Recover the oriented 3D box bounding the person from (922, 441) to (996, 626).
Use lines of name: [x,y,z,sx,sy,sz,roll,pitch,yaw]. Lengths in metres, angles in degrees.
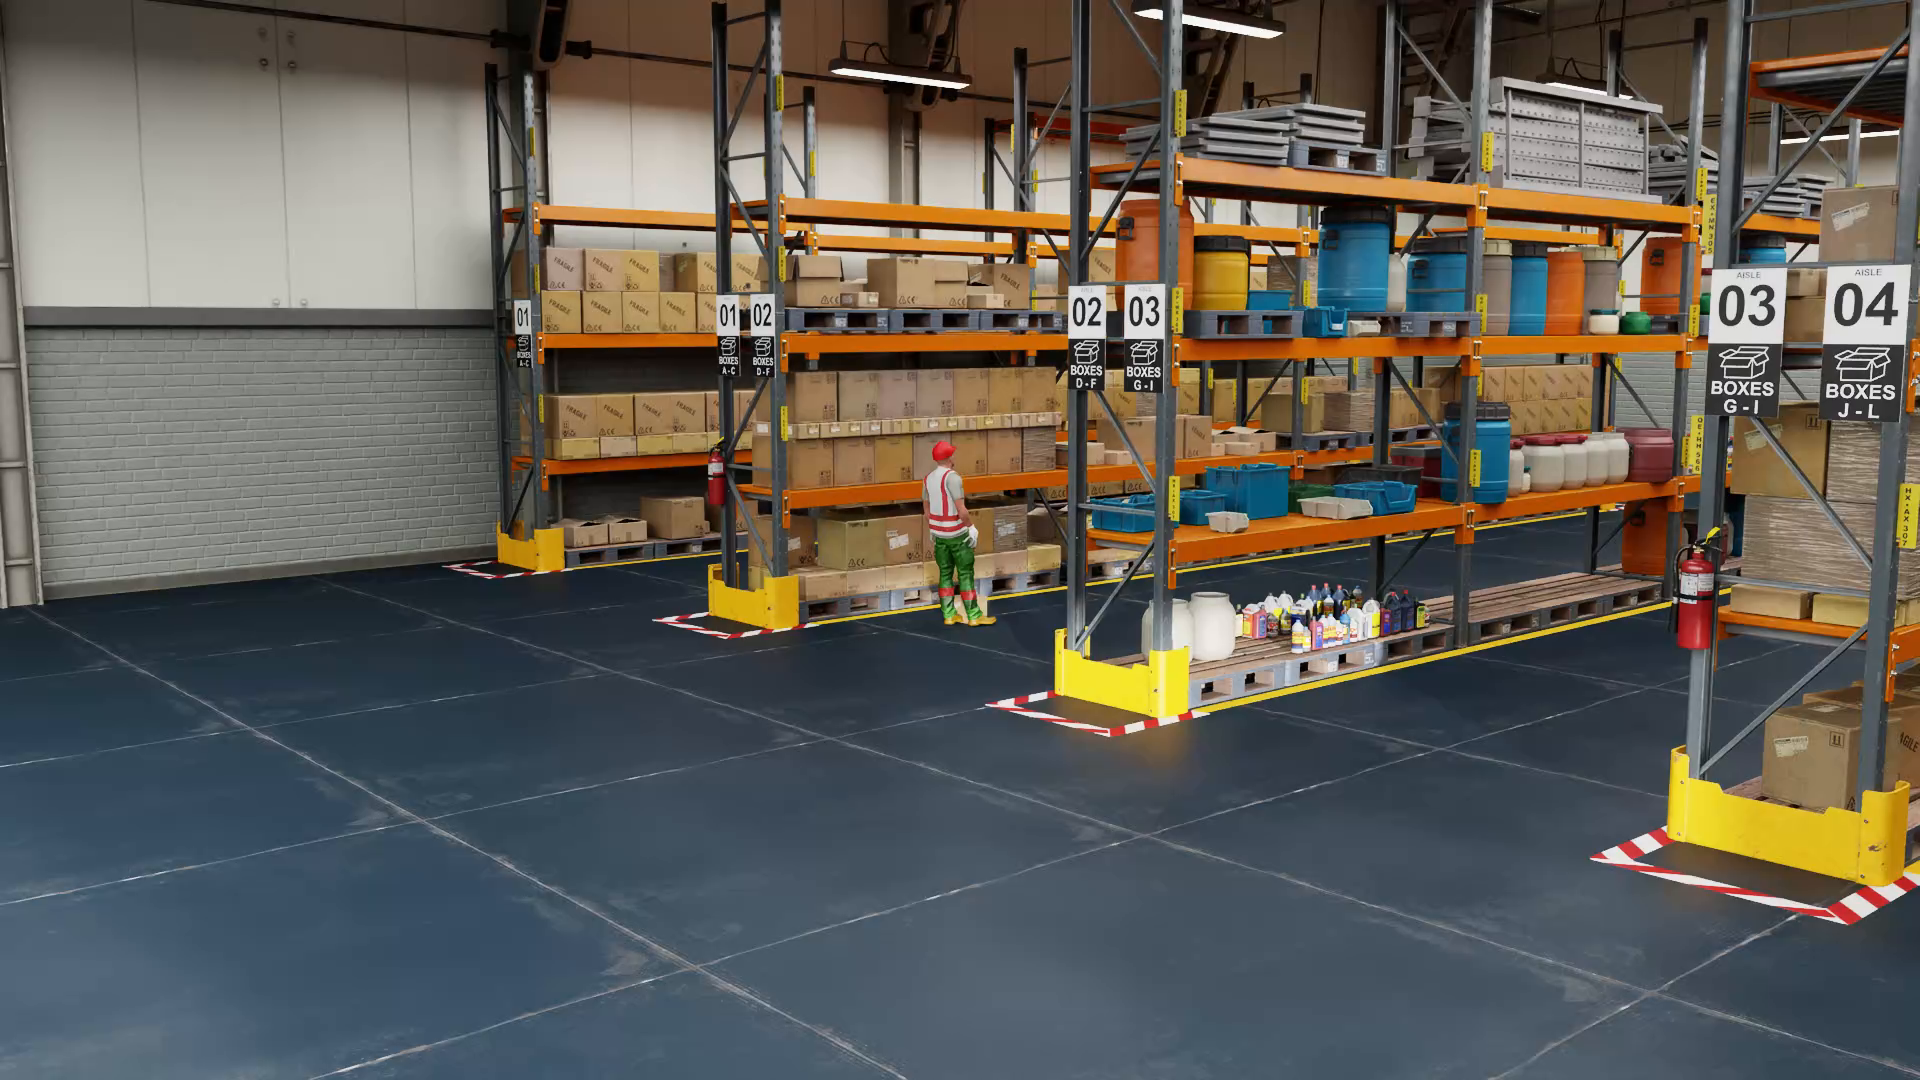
person: [-0.031,-0.074,16.188,0.564,1.787,0.638,-6,10,-41]
